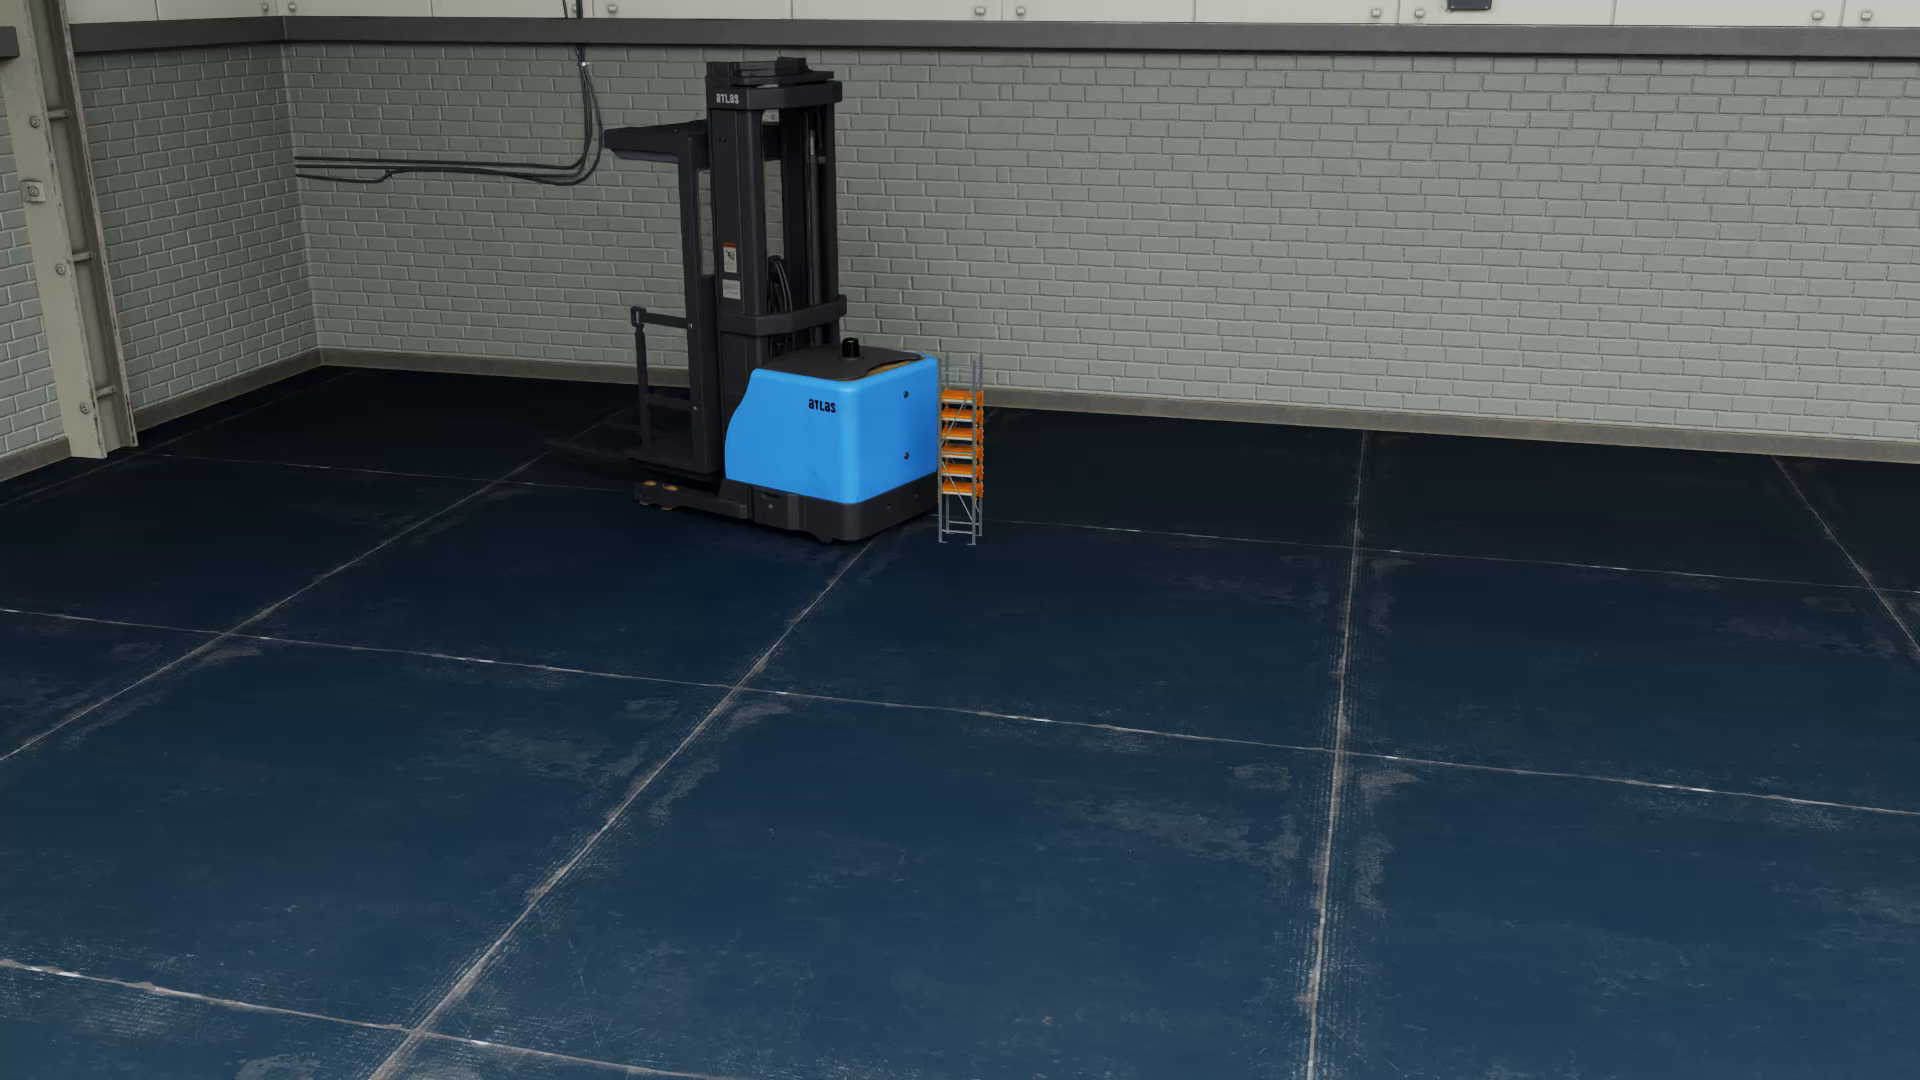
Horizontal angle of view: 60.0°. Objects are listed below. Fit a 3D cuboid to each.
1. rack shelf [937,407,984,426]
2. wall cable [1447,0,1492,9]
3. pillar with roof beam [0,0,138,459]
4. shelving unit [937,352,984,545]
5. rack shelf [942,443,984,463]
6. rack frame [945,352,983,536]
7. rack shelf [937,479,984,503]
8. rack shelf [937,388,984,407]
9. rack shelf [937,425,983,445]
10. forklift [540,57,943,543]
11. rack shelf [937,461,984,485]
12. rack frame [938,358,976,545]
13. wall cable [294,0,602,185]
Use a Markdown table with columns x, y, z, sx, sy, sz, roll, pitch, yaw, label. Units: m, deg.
| x | y | z | sx | sy | sz | roll | pitch | yaw | label |
| --- | --- | --- | --- | --- | --- | --- | --- | --- | --- |
| 0.004 | -0.757 | 10.444 | 0.258 | 0.103 | 0.180 | 5 | 19 | 13 | rack shelf |
| 4.668 | -6.617 | 10.877 | 2.305 | 6.003 | 0.169 | 5 | 19 | 13 | wall cable |
| -2.361 | -4.603 | 10.243 | 9.100 | 9.000 | 0.400 | 5 | 19 | 13 | pillar with roof beam |
| 0.004 | -0.572 | 10.507 | 0.258 | 1.200 | 0.189 | 5 | 19 | 13 | shelving unit |
| 0.004 | -0.530 | 10.521 | 0.258 | 0.103 | 0.180 | 5 | 19 | 13 | rack shelf |
| 0.026 | -0.601 | 10.591 | 0.240 | 1.200 | 0.006 | 5 | 19 | 13 | rack frame |
| 0.004 | -0.303 | 10.599 | 0.258 | 0.103 | 0.180 | 5 | 19 | 13 | rack shelf |
| 0.004 | -0.871 | 10.405 | 0.258 | 0.103 | 0.180 | 5 | 19 | 13 | rack shelf |
| 0.004 | -0.644 | 10.482 | 0.258 | 0.103 | 0.180 | 5 | 19 | 13 | rack shelf |
| -1.624 | -1.715 | 11.174 | 3.031 | 2.935 | 1.130 | 12 | 22 | 32 | forklift |
| 0.004 | -0.417 | 10.560 | 0.258 | 0.103 | 0.180 | 5 | 19 | 13 | rack shelf |
| -0.019 | -0.544 | 10.423 | 0.240 | 1.200 | 0.006 | 5 | 19 | 13 | rack frame |
| -4.533 | -4.293 | 14.138 | 3.097 | 2.526 | 0.112 | 5 | 19 | 13 | wall cable |
